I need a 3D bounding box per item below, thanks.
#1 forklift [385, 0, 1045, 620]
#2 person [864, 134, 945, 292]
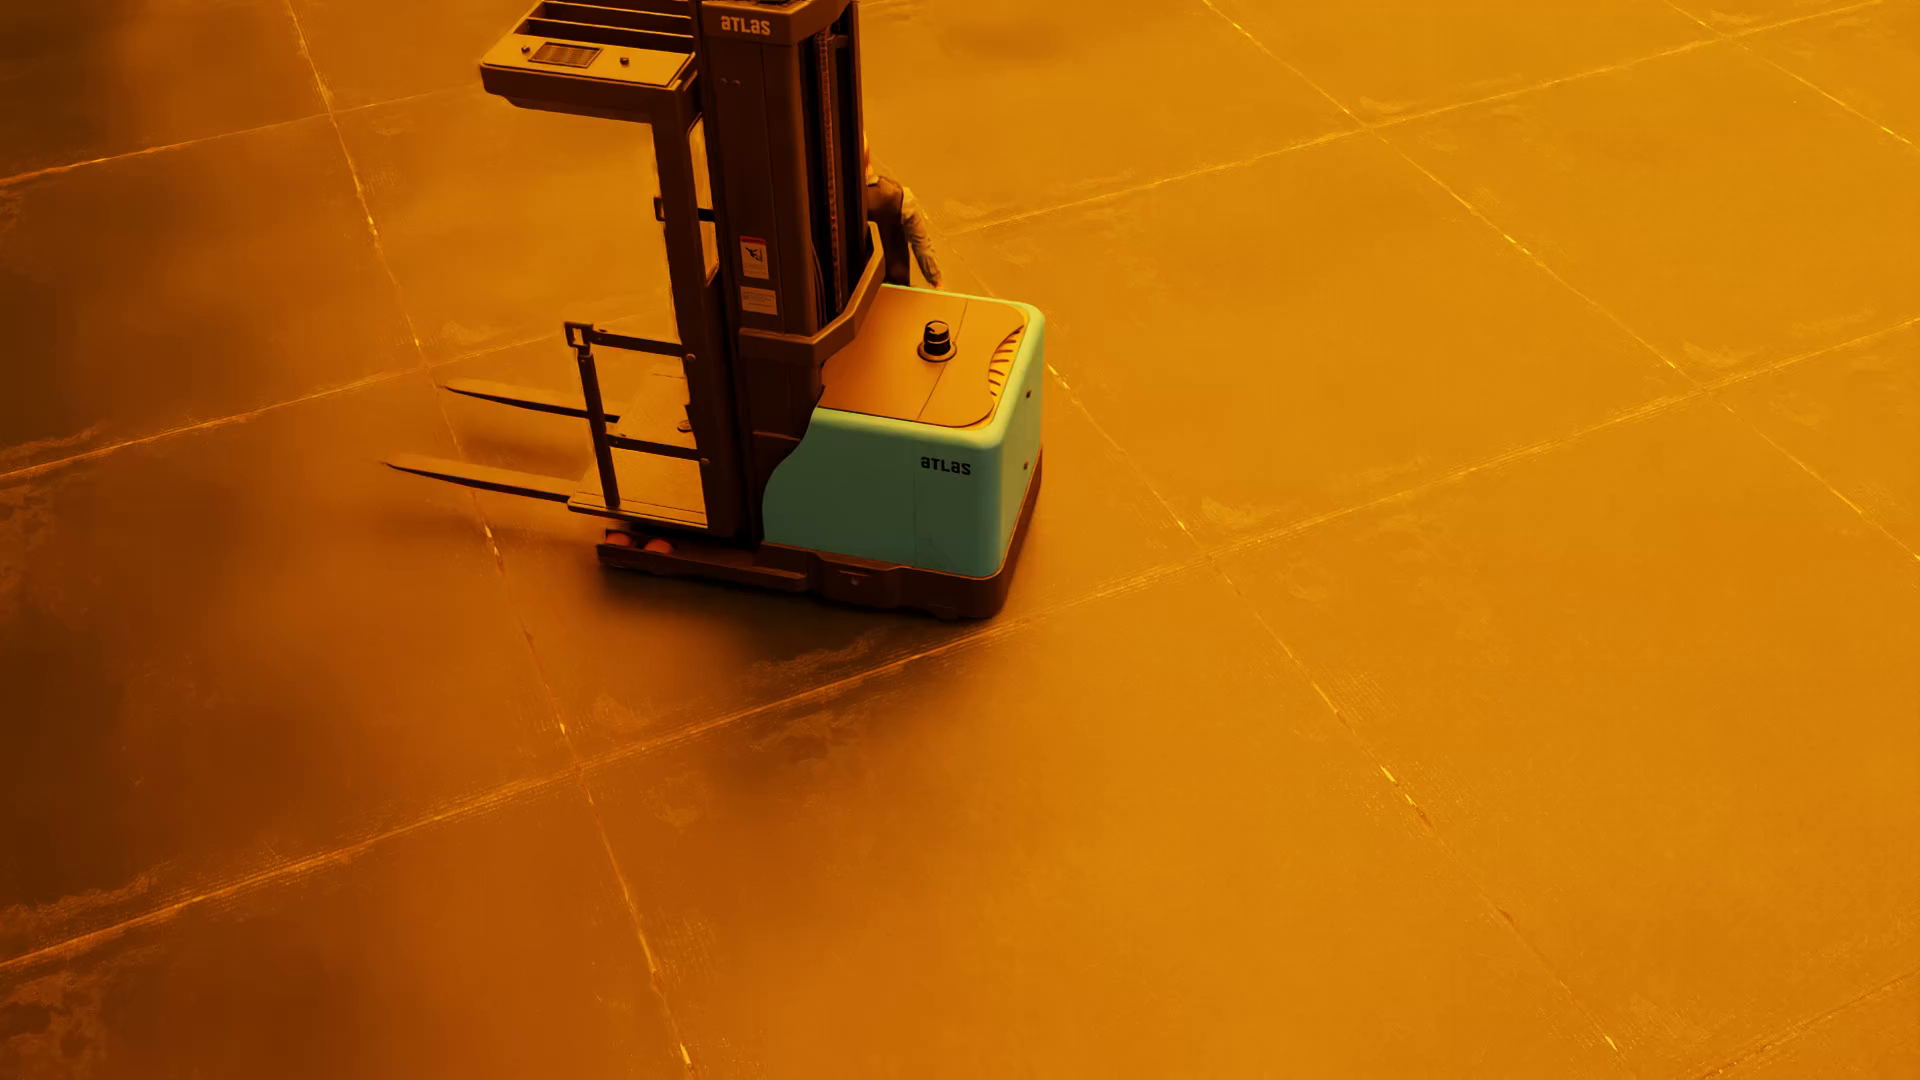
[{"bbox_3d":[-1.182,-1.251,7.021,3.031,2.935,1.130,9,44,10],"label":"forklift"},{"bbox_3d":[-0.437,-1.282,7.985,0.680,1.653,0.939,-9,44,-9],"label":"person"}]
